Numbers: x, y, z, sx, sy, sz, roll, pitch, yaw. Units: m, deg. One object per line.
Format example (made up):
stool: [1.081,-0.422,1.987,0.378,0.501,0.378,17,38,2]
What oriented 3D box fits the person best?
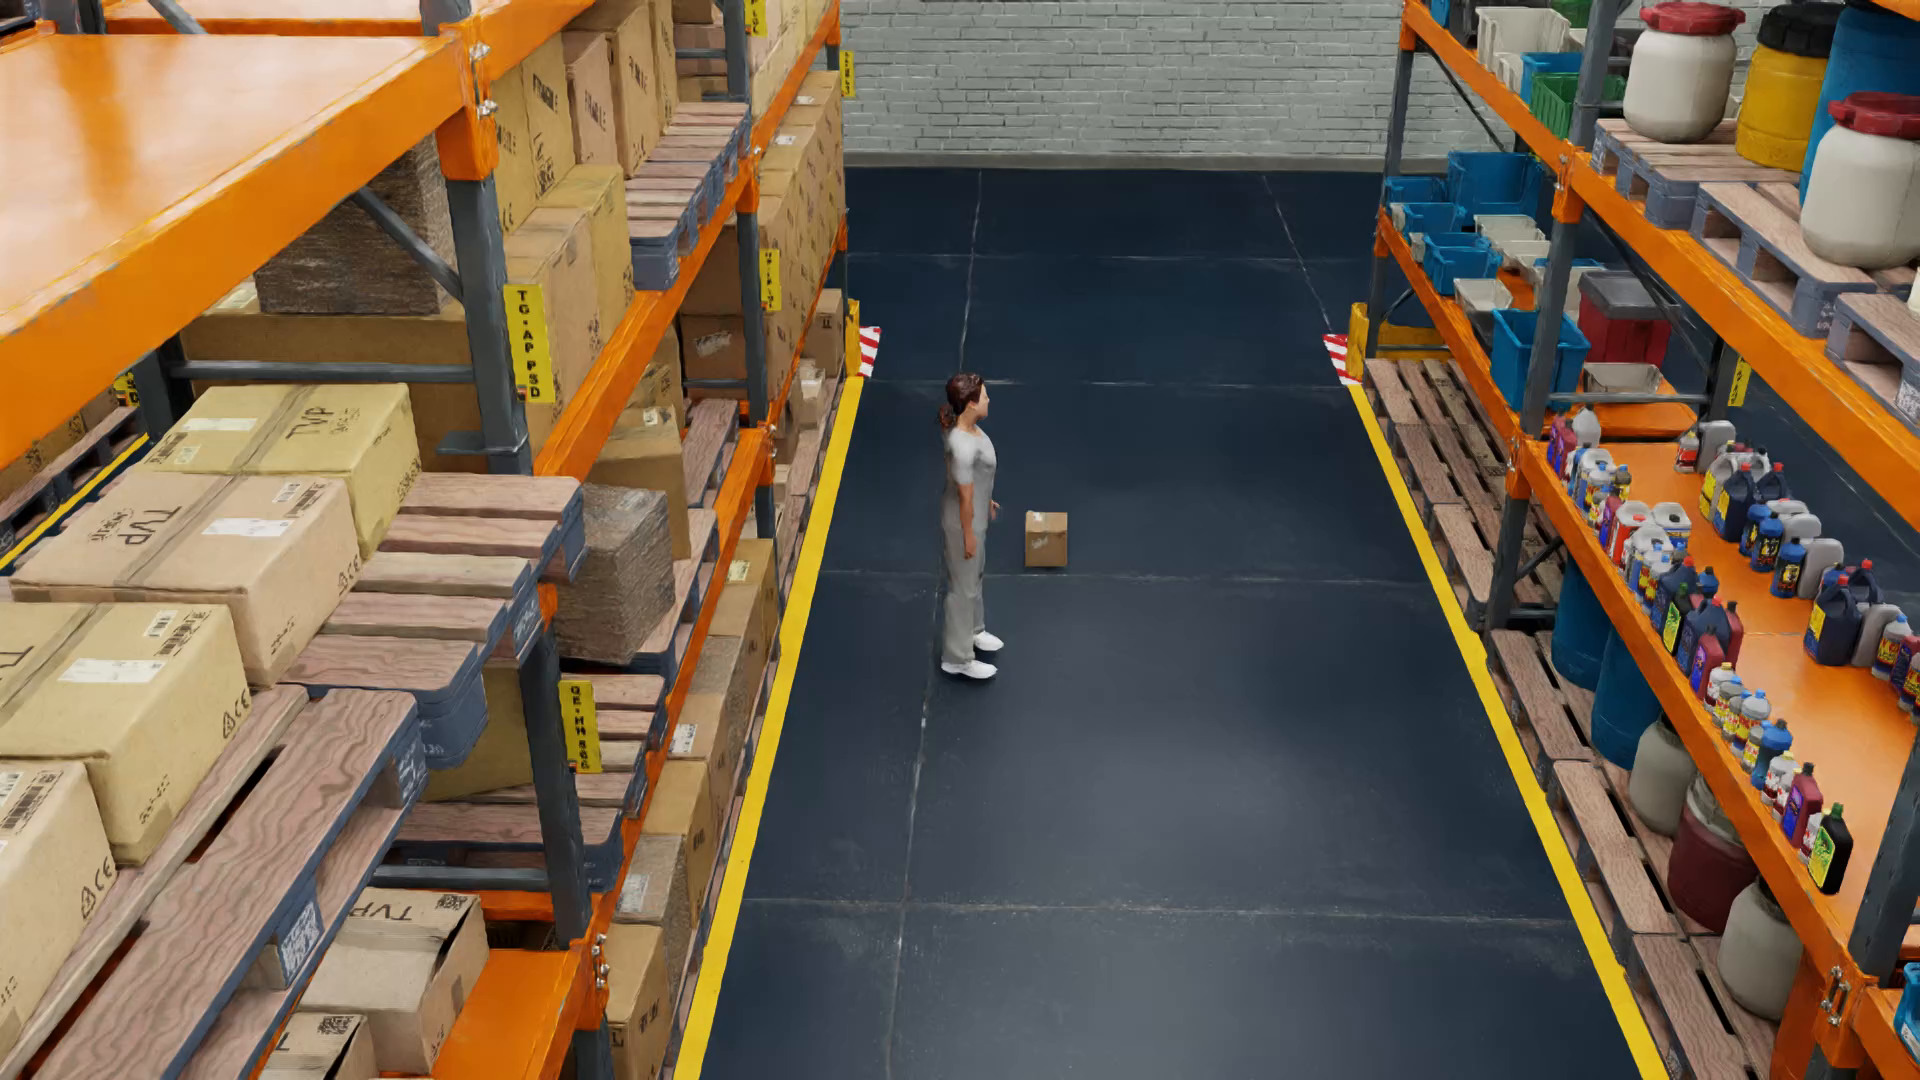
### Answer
person: [0.054,-0.099,8.764,0.378,1.679,0.480,-1,28,-1]
